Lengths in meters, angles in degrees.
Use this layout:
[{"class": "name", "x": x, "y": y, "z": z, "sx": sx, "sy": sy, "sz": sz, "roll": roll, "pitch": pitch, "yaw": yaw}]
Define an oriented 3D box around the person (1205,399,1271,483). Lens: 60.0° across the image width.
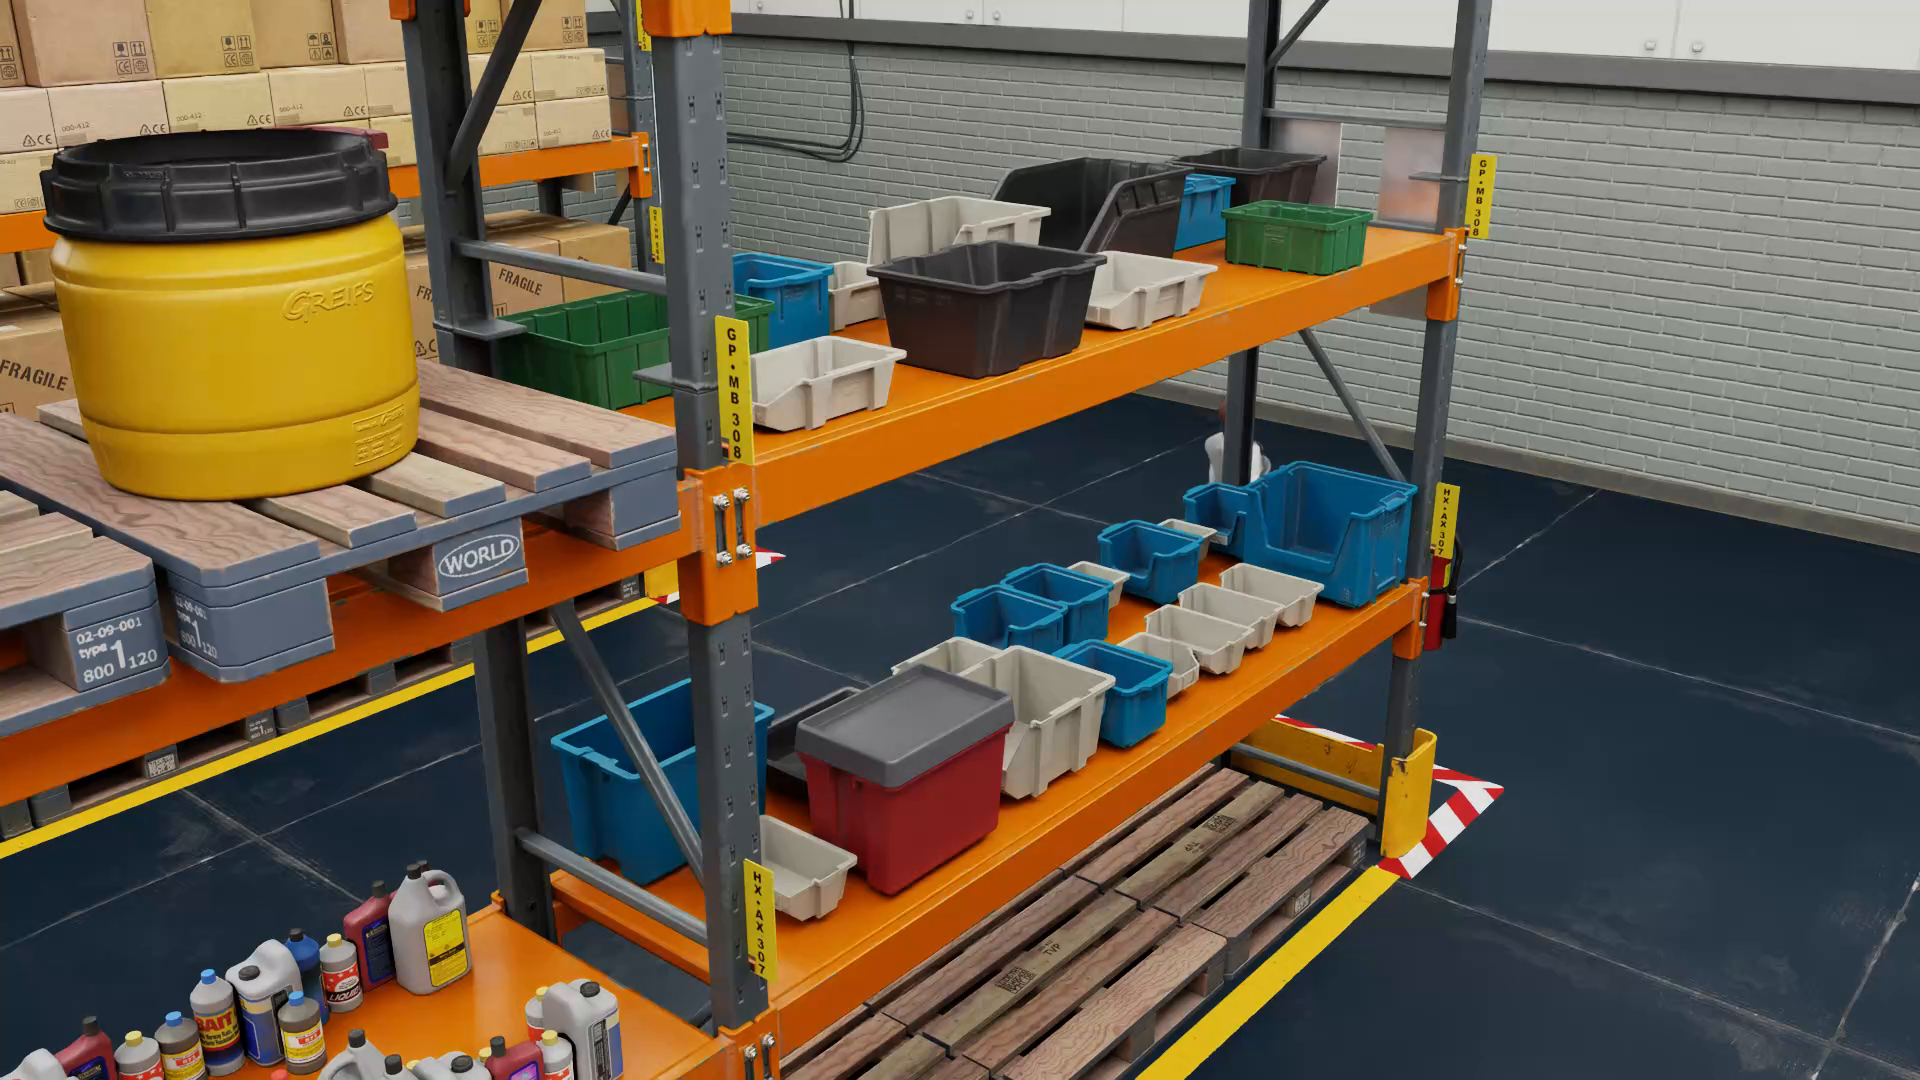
[{"class": "person", "x": 1.609, "y": -0.055, "z": 9.201, "sx": 0.515, "sy": 1.593, "sz": 0.469, "roll": -13, "pitch": 24, "yaw": -31}]
